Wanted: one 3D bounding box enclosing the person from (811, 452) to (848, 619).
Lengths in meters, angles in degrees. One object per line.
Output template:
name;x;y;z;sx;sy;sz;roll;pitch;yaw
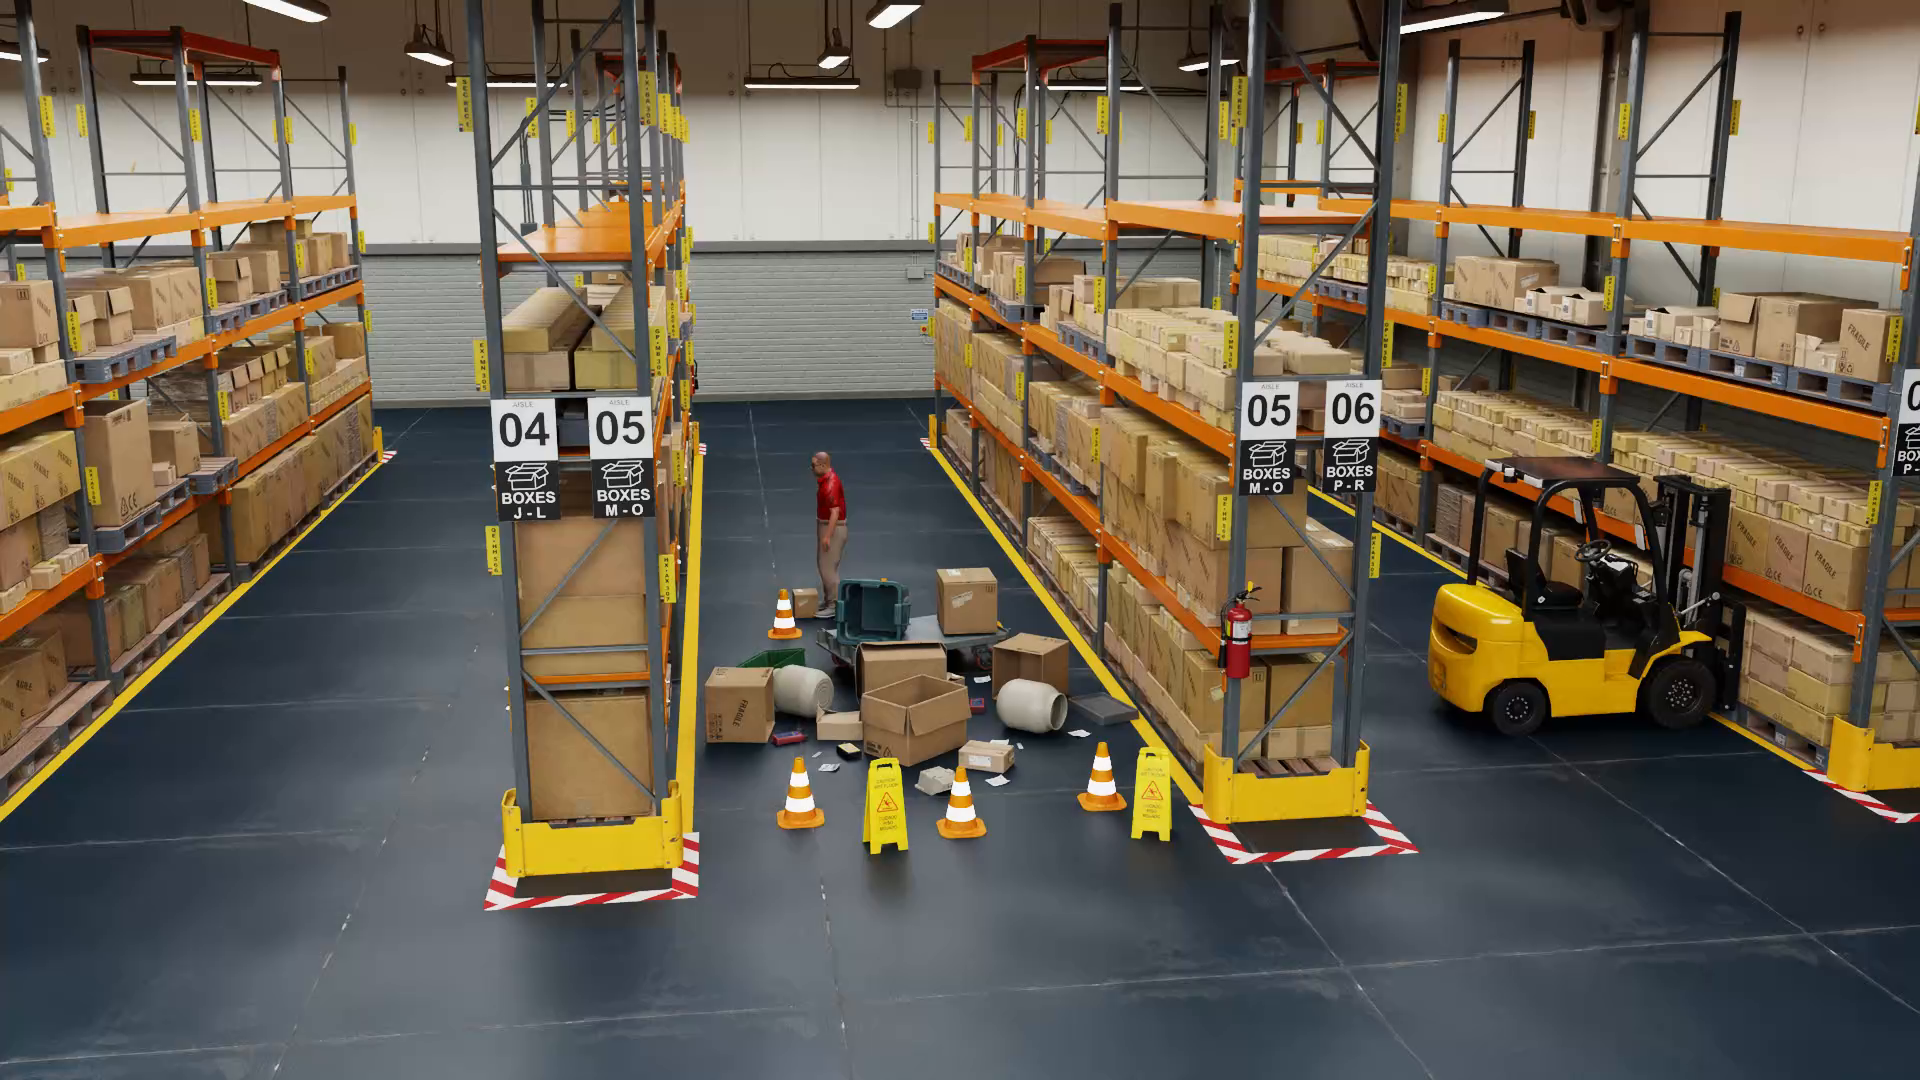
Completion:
person;-1.372;-0.071;17.318;0.395;1.727;0.587;-2;13;-8
